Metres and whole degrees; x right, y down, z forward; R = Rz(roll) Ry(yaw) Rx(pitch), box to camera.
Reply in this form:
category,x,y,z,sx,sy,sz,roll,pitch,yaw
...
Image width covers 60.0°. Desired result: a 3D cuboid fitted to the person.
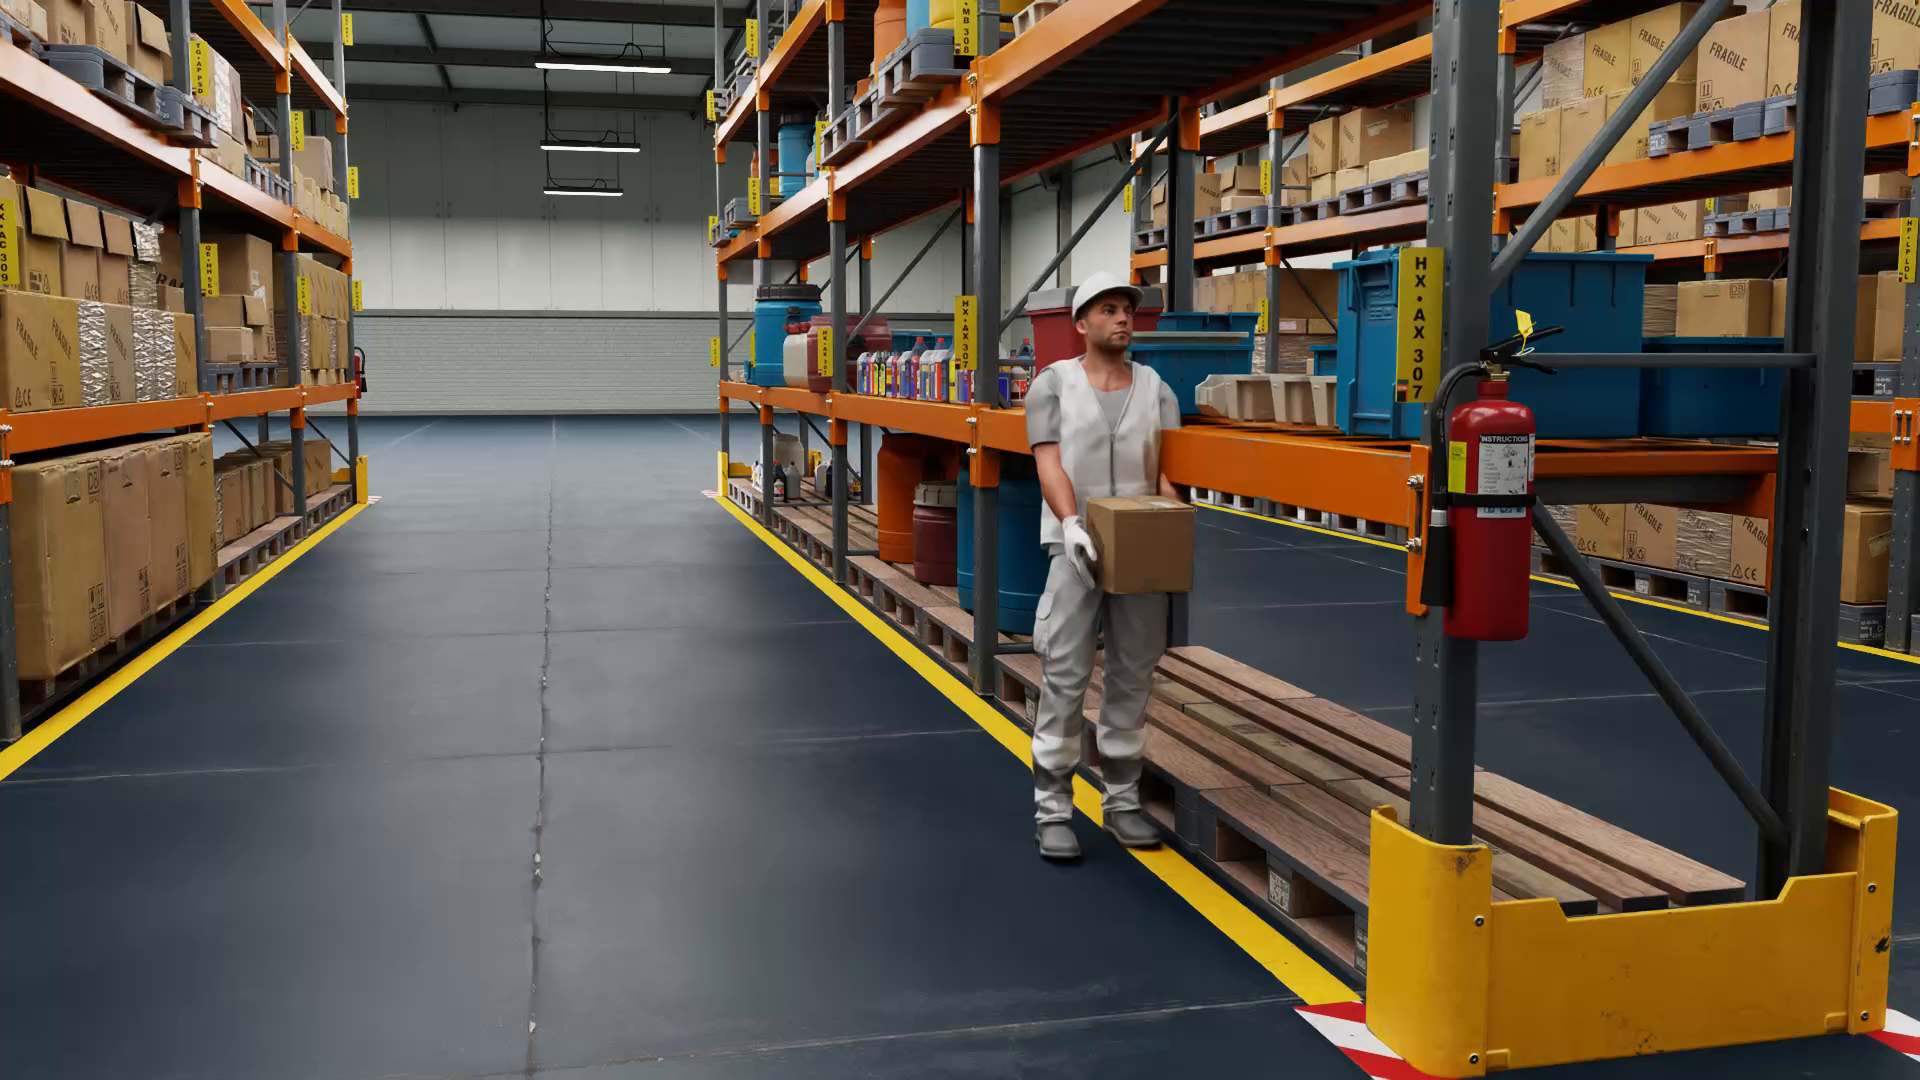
category,x,y,z,sx,sy,sz,roll,pitch,yaw
person,0.471,0.064,5.148,0.525,1.793,0.538,-1,6,-13
